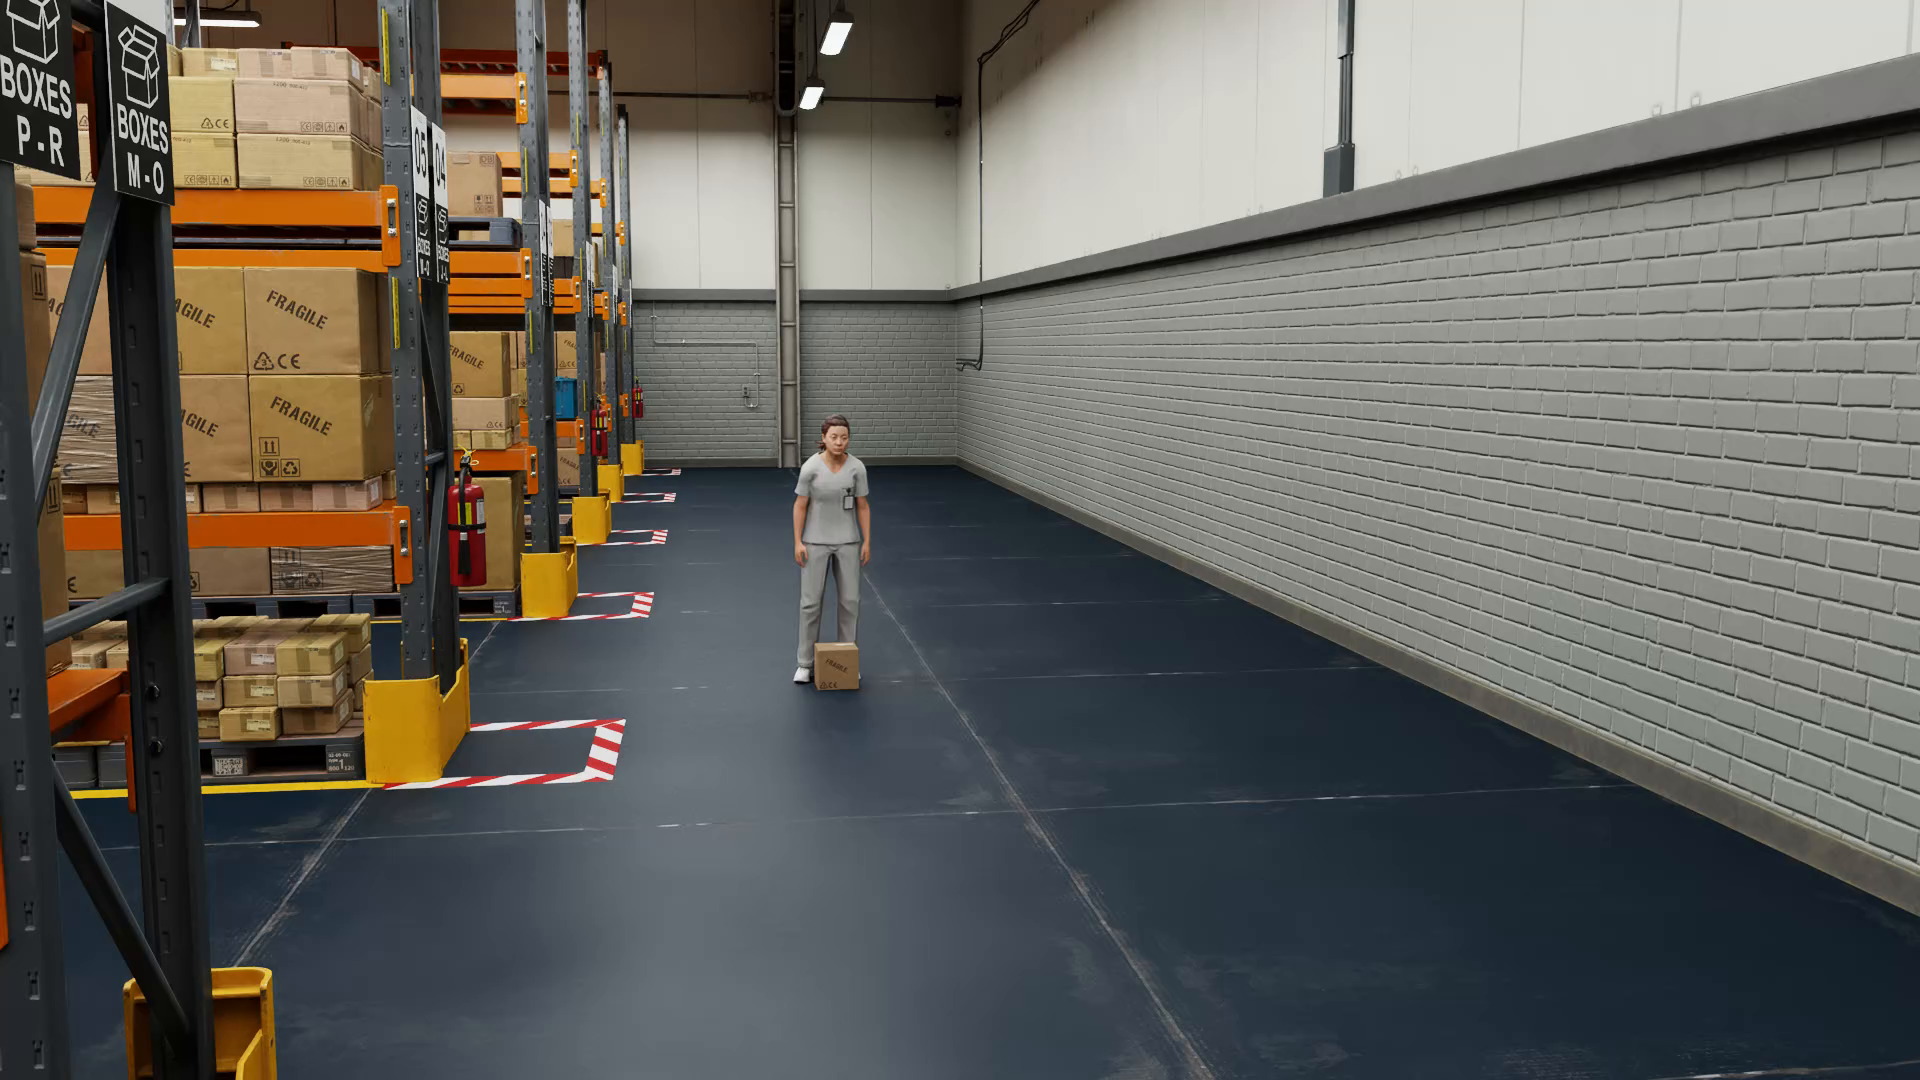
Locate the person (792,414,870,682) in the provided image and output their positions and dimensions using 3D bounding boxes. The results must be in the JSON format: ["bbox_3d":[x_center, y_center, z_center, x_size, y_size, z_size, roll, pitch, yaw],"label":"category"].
[{"bbox_3d":[-0.809,0.044,10.423,0.497,1.672,0.351,-1,7,-9],"label":"person"}]
